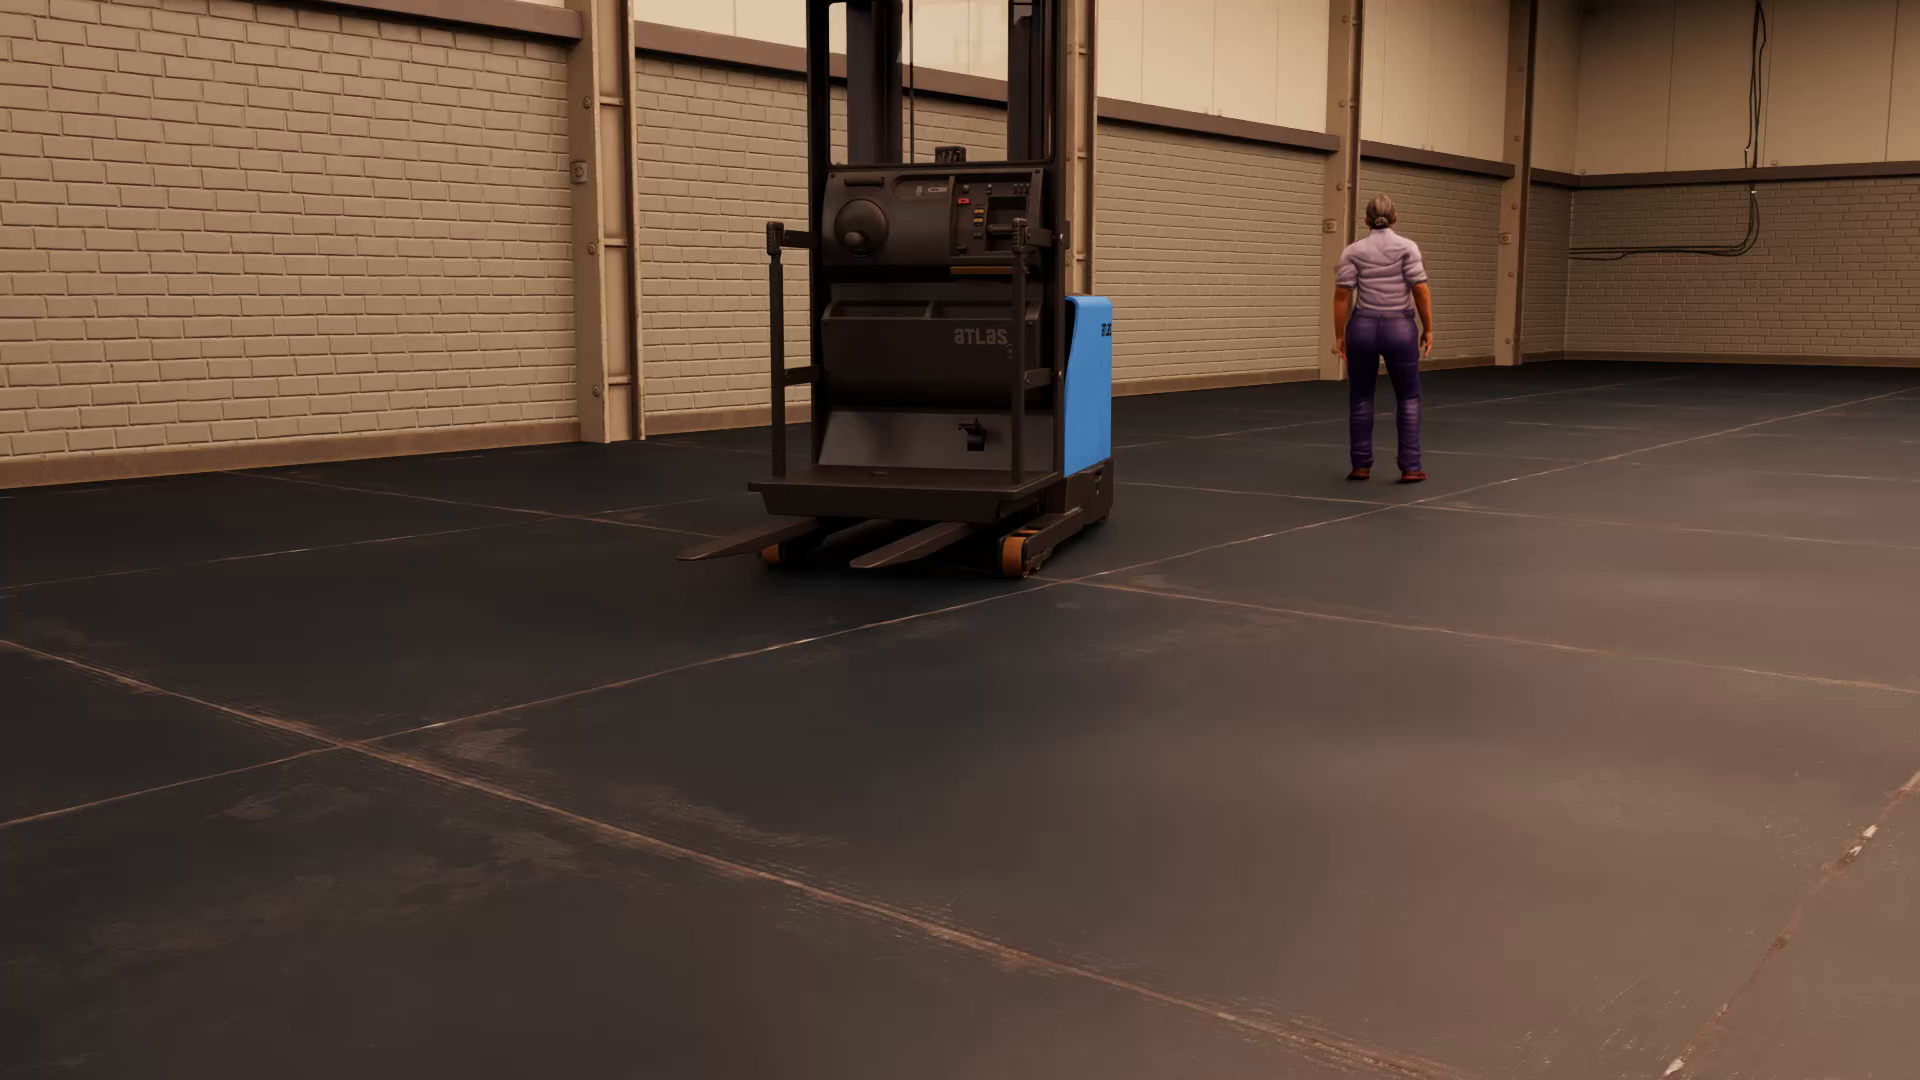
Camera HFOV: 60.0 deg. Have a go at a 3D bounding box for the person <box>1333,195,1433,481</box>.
[{"bbox_3d":[2.474,-1.163,9.714,0.559,1.669,0.434,4,9,24],"label":"person"}]

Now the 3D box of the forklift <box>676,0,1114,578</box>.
[{"bbox_3d":[-0.176,-1.366,6.616,1.130,2.935,3.031,3,9,17],"label":"forklift"}]
